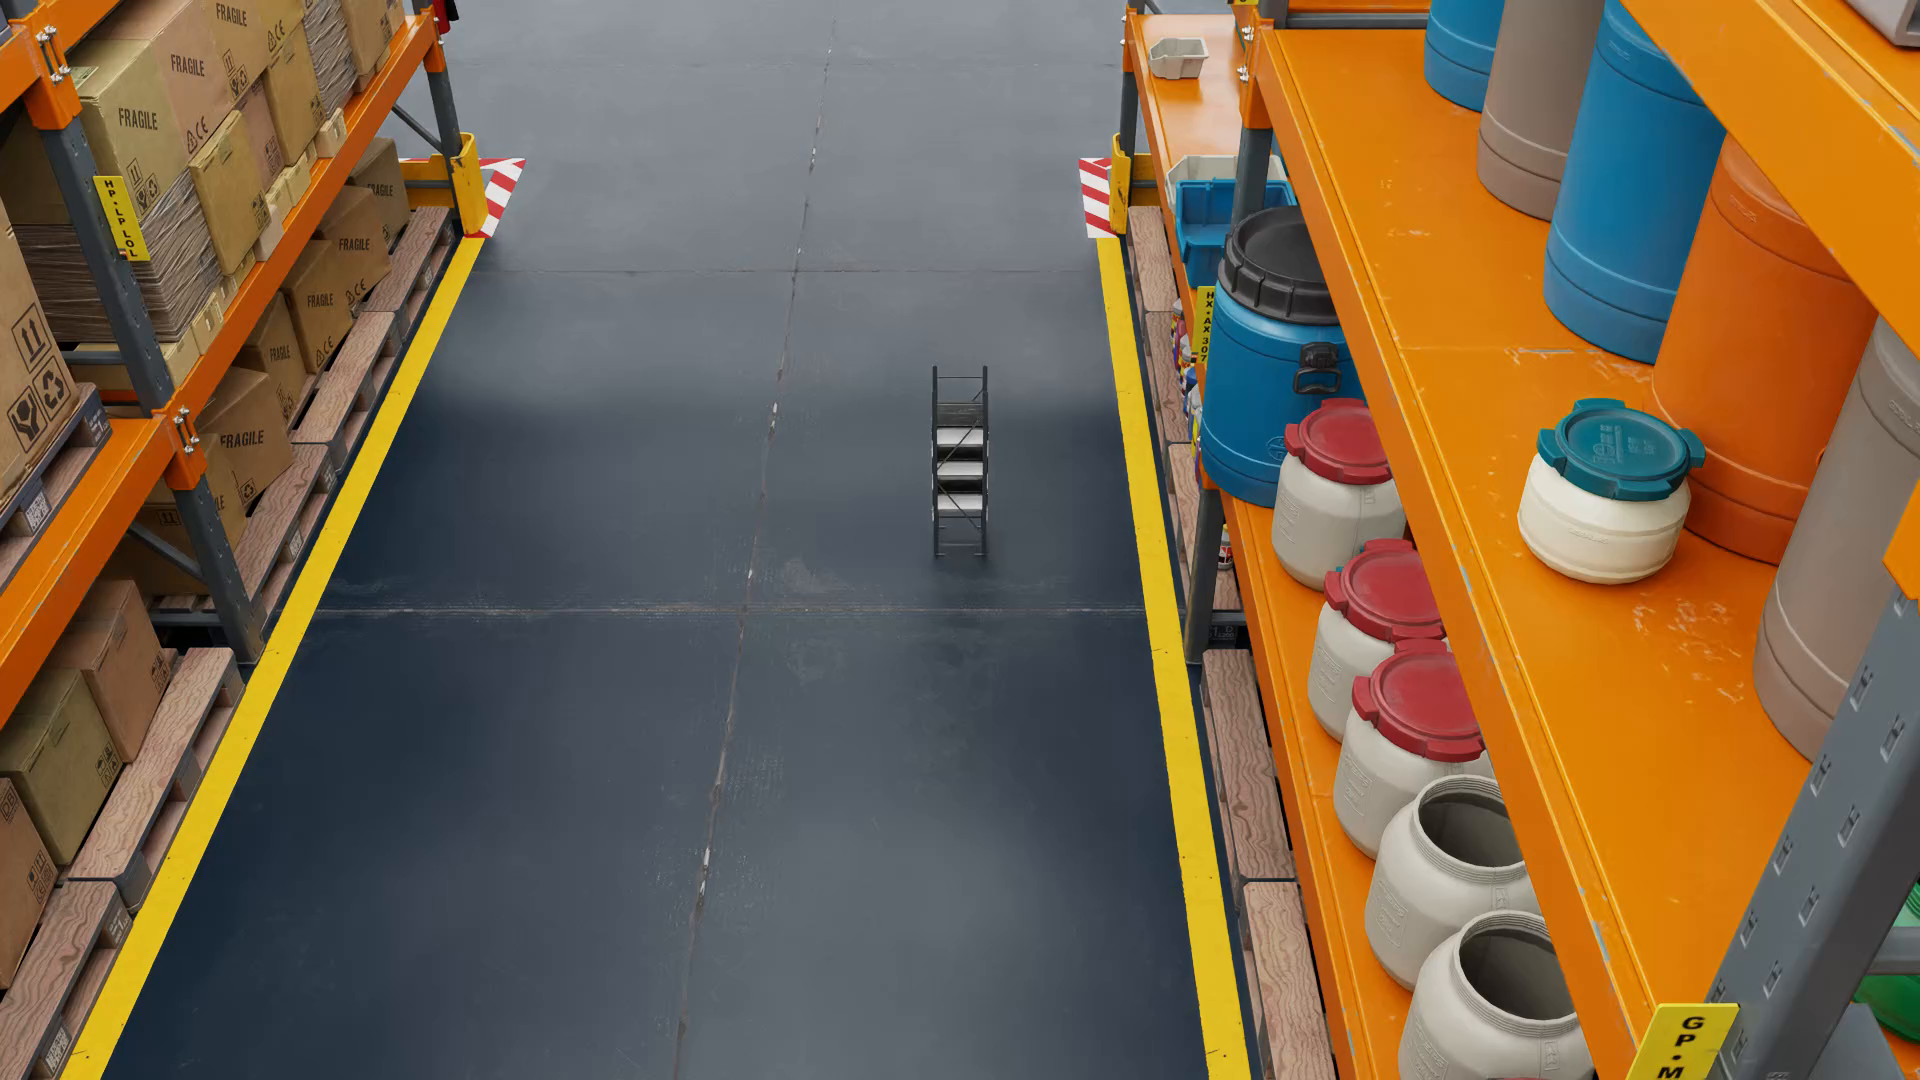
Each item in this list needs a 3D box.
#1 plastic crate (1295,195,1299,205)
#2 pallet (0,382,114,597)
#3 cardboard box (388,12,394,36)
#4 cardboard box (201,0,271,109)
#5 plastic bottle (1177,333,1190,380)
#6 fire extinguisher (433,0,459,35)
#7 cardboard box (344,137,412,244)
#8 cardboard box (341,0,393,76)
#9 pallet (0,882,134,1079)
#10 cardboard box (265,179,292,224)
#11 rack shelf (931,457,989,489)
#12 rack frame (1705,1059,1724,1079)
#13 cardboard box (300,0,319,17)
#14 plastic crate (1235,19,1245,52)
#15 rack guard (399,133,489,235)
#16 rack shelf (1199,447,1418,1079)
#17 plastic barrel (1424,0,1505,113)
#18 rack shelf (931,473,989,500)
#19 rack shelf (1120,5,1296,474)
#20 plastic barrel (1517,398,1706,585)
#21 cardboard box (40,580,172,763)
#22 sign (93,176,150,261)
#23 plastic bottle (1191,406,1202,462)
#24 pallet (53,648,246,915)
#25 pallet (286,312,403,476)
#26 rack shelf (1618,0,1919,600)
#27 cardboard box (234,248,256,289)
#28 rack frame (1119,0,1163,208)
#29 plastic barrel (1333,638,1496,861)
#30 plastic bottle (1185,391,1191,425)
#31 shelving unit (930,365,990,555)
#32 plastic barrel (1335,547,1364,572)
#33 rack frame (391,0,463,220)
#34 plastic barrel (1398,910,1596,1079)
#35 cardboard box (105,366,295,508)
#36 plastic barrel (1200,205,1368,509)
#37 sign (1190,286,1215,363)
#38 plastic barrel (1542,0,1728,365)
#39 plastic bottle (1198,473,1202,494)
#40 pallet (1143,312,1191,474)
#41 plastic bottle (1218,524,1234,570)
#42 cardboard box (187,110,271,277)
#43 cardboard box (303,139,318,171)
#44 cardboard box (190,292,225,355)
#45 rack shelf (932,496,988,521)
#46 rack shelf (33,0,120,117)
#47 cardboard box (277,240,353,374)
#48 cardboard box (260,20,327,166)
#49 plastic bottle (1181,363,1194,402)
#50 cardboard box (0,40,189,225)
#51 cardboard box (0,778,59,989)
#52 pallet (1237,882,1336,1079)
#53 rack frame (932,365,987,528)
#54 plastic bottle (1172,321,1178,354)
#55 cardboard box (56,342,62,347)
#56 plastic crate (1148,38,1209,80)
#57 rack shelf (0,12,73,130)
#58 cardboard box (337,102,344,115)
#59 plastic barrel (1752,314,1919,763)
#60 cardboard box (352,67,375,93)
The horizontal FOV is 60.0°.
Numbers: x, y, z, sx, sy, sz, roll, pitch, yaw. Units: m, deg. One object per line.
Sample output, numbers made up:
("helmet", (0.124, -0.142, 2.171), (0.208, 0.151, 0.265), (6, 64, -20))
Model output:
("plastic crate", (1.741, -1.440, 7.318), (0.450, 0.188, 0.662), (0, 39, 0))
("pallet", (-3.637, -0.117, 5.651), (1.003, 0.211, 1.213), (0, 39, 0))
("cardboard box", (-3.290, -2.739, 8.970), (0.380, 0.149, 0.250), (0, 39, 0))
("cardboard box", (-3.241, -2.123, 6.883), (0.500, 0.500, 0.500), (0, 39, 0))
("plastic bottle", (1.147, -0.934, 8.347), (0.097, 0.271, 0.097), (0, 39, 0))
("fire extinguisher", (-3.036, -3.213, 9.423), (0.296, 0.674, 0.183), (0, 39, 0))
("cardboard box", (-3.513, -1.970, 9.472), (0.500, 0.500, 0.500), (7, 39, 8))
("cardboard box", (-3.403, -2.670, 8.366), (0.875, 0.500, 0.500), (0, 39, 0))
("pallet", (-3.486, 1.670, 5.498), (1.003, 0.211, 1.213), (0, 39, 0))
("cardboard box", (-3.218, -1.489, 7.410), (0.380, 0.149, 0.250), (0, 39, 0))
("rack shelf", (0.000, -0.320, 7.483), (0.258, 0.077, 0.200), (0, 39, 0))
("rack frame", (1.465, 1.827, 3.071), (1.000, 3.000, 0.127), (0, 39, 0))
("cardboard box", (-3.245, -2.748, 7.663), (0.500, 0.500, 0.500), (0, 39, 0))
("plastic crate", (1.756, -2.805, 8.970), (0.499, 0.251, 0.616), (0, 39, 0))
("rack guard", (-3.497, -2.149, 10.032), (1.175, 0.500, 0.348), (0, 39, 0))
("rack shelf", (1.463, 0.857, 4.857), (1.077, 0.370, 4.000), (0, 39, 0))
("plastic barrel", (1.678, -1.722, 4.701), (0.600, 0.901, 0.708), (0, 39, 0))
("rack shelf", (0.000, -0.250, 7.539), (0.258, 0.077, 0.200), (0, 39, 0))
("rack shelf", (1.458, -1.644, 7.978), (1.077, 0.370, 4.000), (0, 39, 0))
("plastic barrel", (1.230, -0.084, 3.168), (0.301, 0.262, 0.301), (0, 39, 0))
("cardboard box", (-3.513, 0.517, 6.353), (0.700, 0.500, 0.500), (-3, 39, -4))
("sign", (-2.937, -1.125, 5.829), (0.100, 0.325, 0.005), (0, 39, 0))
("plastic bottle", (1.171, -0.536, 7.787), (0.144, 0.351, 0.185), (0, 39, 0))
("pallet", (-3.490, 0.905, 6.452), (1.003, 0.211, 1.213), (0, 39, 0))
("pallet", (-3.533, -0.767, 8.538), (1.003, 0.211, 1.213), (0, 39, 0))
("rack shelf", (1.463, -1.327, 3.106), (1.077, 0.370, 4.000), (0, 39, 0))
("cardboard box", (-3.217, -1.176, 7.020), (0.380, 0.149, 0.250), (0, 39, 0))
("rack frame", (1.456, -3.175, 9.314), (1.000, 3.000, 0.127), (0, 39, 0))
("plastic barrel", (1.244, 0.601, 4.493), (0.433, 0.535, 0.433), (0, 39, 0))
("plastic bottle", (1.147, -0.654, 8.053), (0.097, 0.201, 0.097), (0, 39, 0))
("shelving unit", (0.000, -0.346, 7.462), (0.258, 0.900, 0.210), (0, 39, 0))
("plastic barrel", (1.309, 0.208, 5.203), (0.301, 0.262, 0.301), (0, 39, 0))
("rack frame", (-3.497, -3.172, 9.309), (1.000, 3.000, 0.127), (0, 39, 0))
("plastic barrel", (1.251, 1.141, 3.839), (0.421, 0.512, 0.421), (0, 39, 0))
("cardboard box", (-3.461, -0.467, 7.597), (0.500, 0.500, 0.500), (12, 40, 14))
("plastic barrel", (1.158, -0.628, 5.734), (0.600, 0.901, 0.708), (0, 39, 0))
("sign", (0.911, -0.788, 6.114), (0.100, 0.325, 0.005), (0, 39, 0))
("plastic barrel", (1.680, -0.904, 3.680), (0.600, 0.901, 0.708), (0, 39, 0))
("plastic bottle", (1.171, -0.334, 7.535), (0.144, 0.351, 0.185), (-2, 39, -2))
("pallet", (1.497, -0.771, 8.543), (1.003, 0.211, 1.213), (0, 39, 0))
("plastic bottle", (1.149, 0.020, 7.213), (0.097, 0.201, 0.097), (0, 39, 0))
("cardboard box", (-3.396, -1.420, 6.805), (0.875, 0.500, 0.500), (0, 39, 0))
("cardboard box", (-3.253, -1.801, 7.800), (0.380, 0.149, 0.250), (0, 39, 0))
("cardboard box", (-3.179, -0.863, 6.630), (0.380, 0.149, 0.250), (0, 39, 0))
("rack shelf", (0.000, -0.180, 7.596), (0.258, 0.077, 0.200), (0, 39, 0))
("rack shelf", (-3.495, -2.811, 7.035), (1.077, 0.370, 4.000), (0, 39, 0))
("cardboard box", (-3.496, -1.204, 8.517), (0.500, 0.500, 0.500), (3, 39, 4))
("cardboard box", (-3.457, -2.045, 7.585), (0.875, 0.500, 0.500), (0, 39, 0))
("plastic bottle", (1.147, -0.782, 8.213), (0.097, 0.201, 0.097), (0, 39, 0))
("cardboard box", (-3.239, -1.497, 6.102), (0.500, 0.500, 0.500), (0, 39, 0))
("cardboard box", (-3.530, 1.166, 5.544), (0.700, 0.500, 0.500), (-3, 39, -4))
("pallet", (1.505, 1.670, 5.497), (1.003, 0.211, 1.213), (0, 39, 0))
("rack frame", (0.000, -0.410, 7.542), (0.240, 0.900, 0.006), (0, 39, 0))
("plastic bottle", (1.147, -1.056, 8.555), (0.097, 0.201, 0.097), (0, 39, 0))
("cardboard box", (-3.777, -0.863, 6.629), (0.380, 0.149, 0.250), (0, 39, 0))
("plastic crate", (1.135, -2.513, 8.698), (0.298, 0.136, 0.250), (0, 39, 0))
("rack shelf", (-3.490, -0.309, 3.914), (1.077, 0.370, 4.000), (0, 39, 0))
("cardboard box", (-3.272, -2.114, 8.190), (0.380, 0.149, 0.250), (0, 39, 0))
("plastic barrel", (1.681, -0.052, 2.617), (0.600, 0.901, 0.600), (0, 39, 0))
("cardboard box", (-3.254, -2.427, 8.580), (0.380, 0.149, 0.250), (0, 39, 0))
